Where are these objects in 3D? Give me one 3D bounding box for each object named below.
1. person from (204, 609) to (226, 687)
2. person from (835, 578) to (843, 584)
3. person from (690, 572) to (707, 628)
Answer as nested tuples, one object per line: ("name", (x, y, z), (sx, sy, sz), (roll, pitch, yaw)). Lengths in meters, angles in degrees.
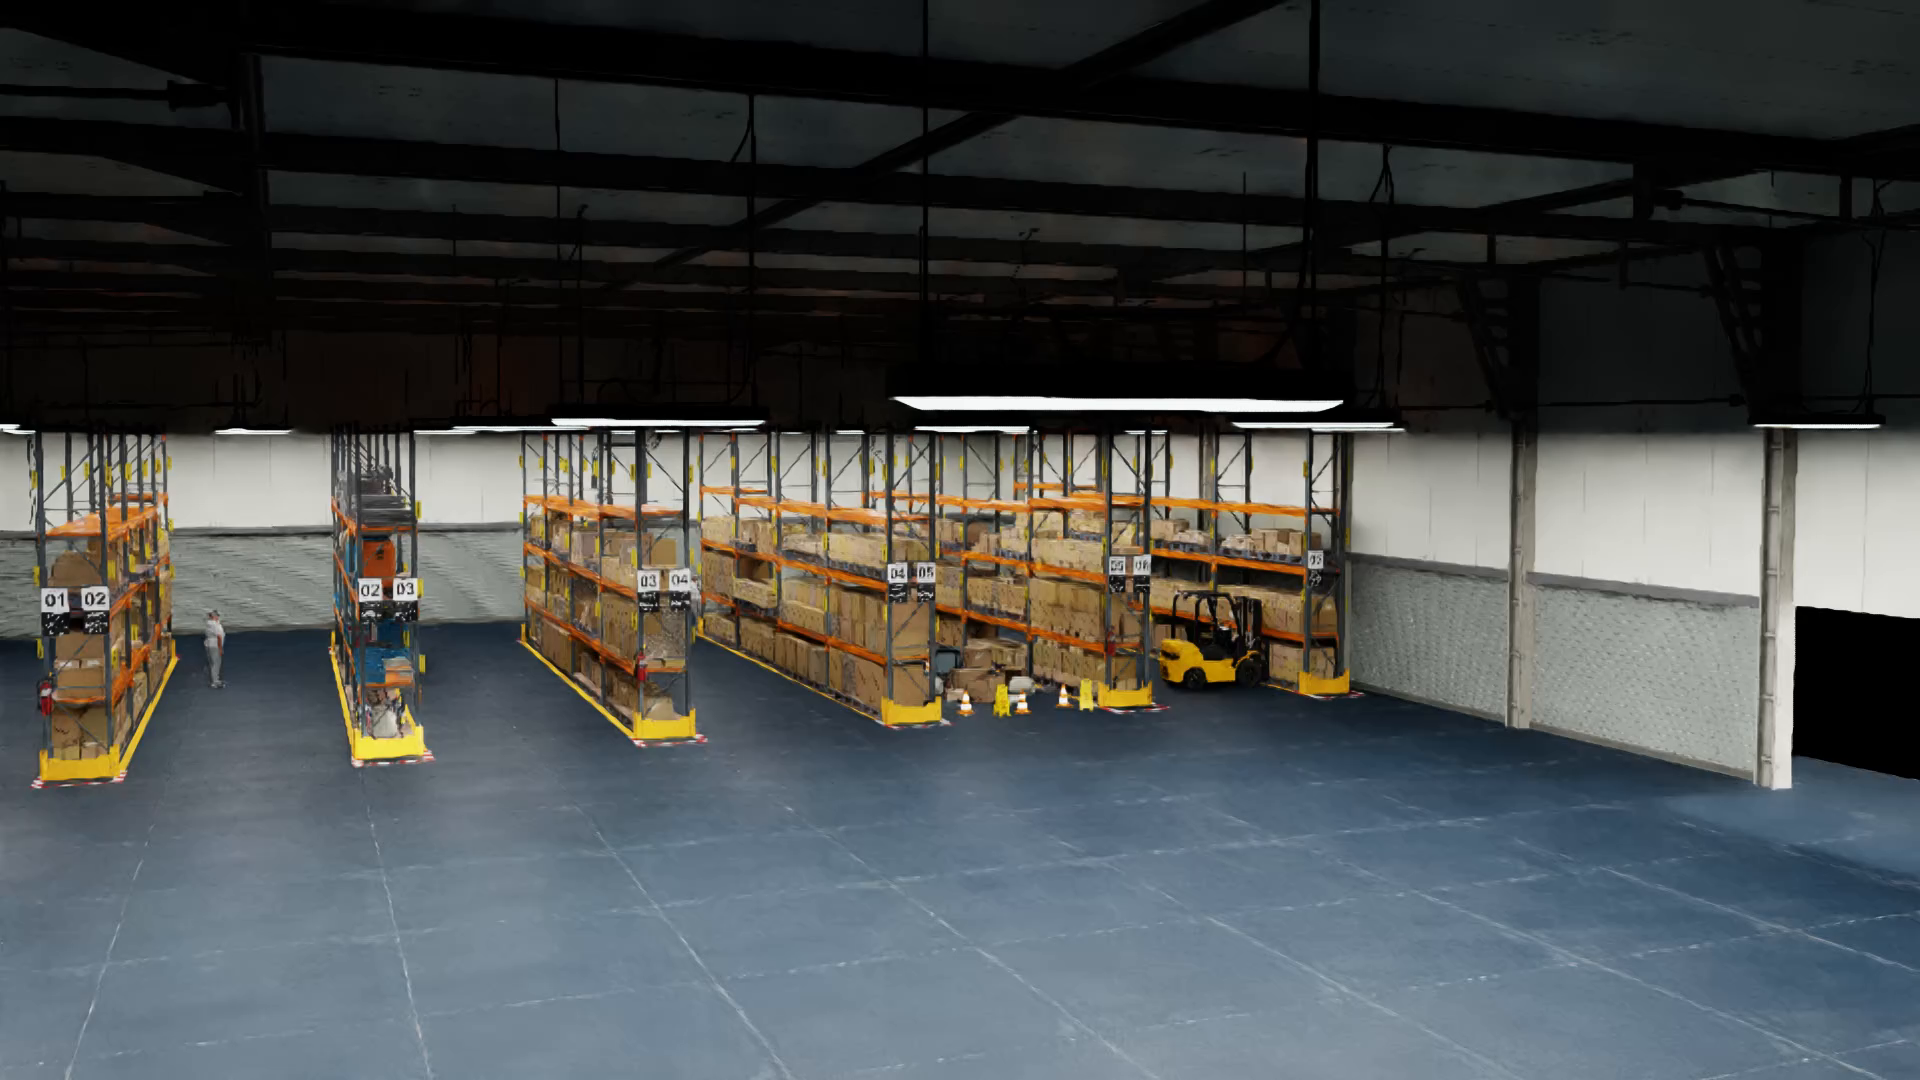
("person", (-17.013, 2.456, 38.036), (0.593, 1.759, 0.476), (3, 5, 39))
("person", (-3.524, 1.852, 48.775), (0.497, 1.644, 0.614), (-2, 4, -30))
("person", (-7.818, 1.785, 49.829), (0.524, 1.668, 0.521), (1, 4, 16))
